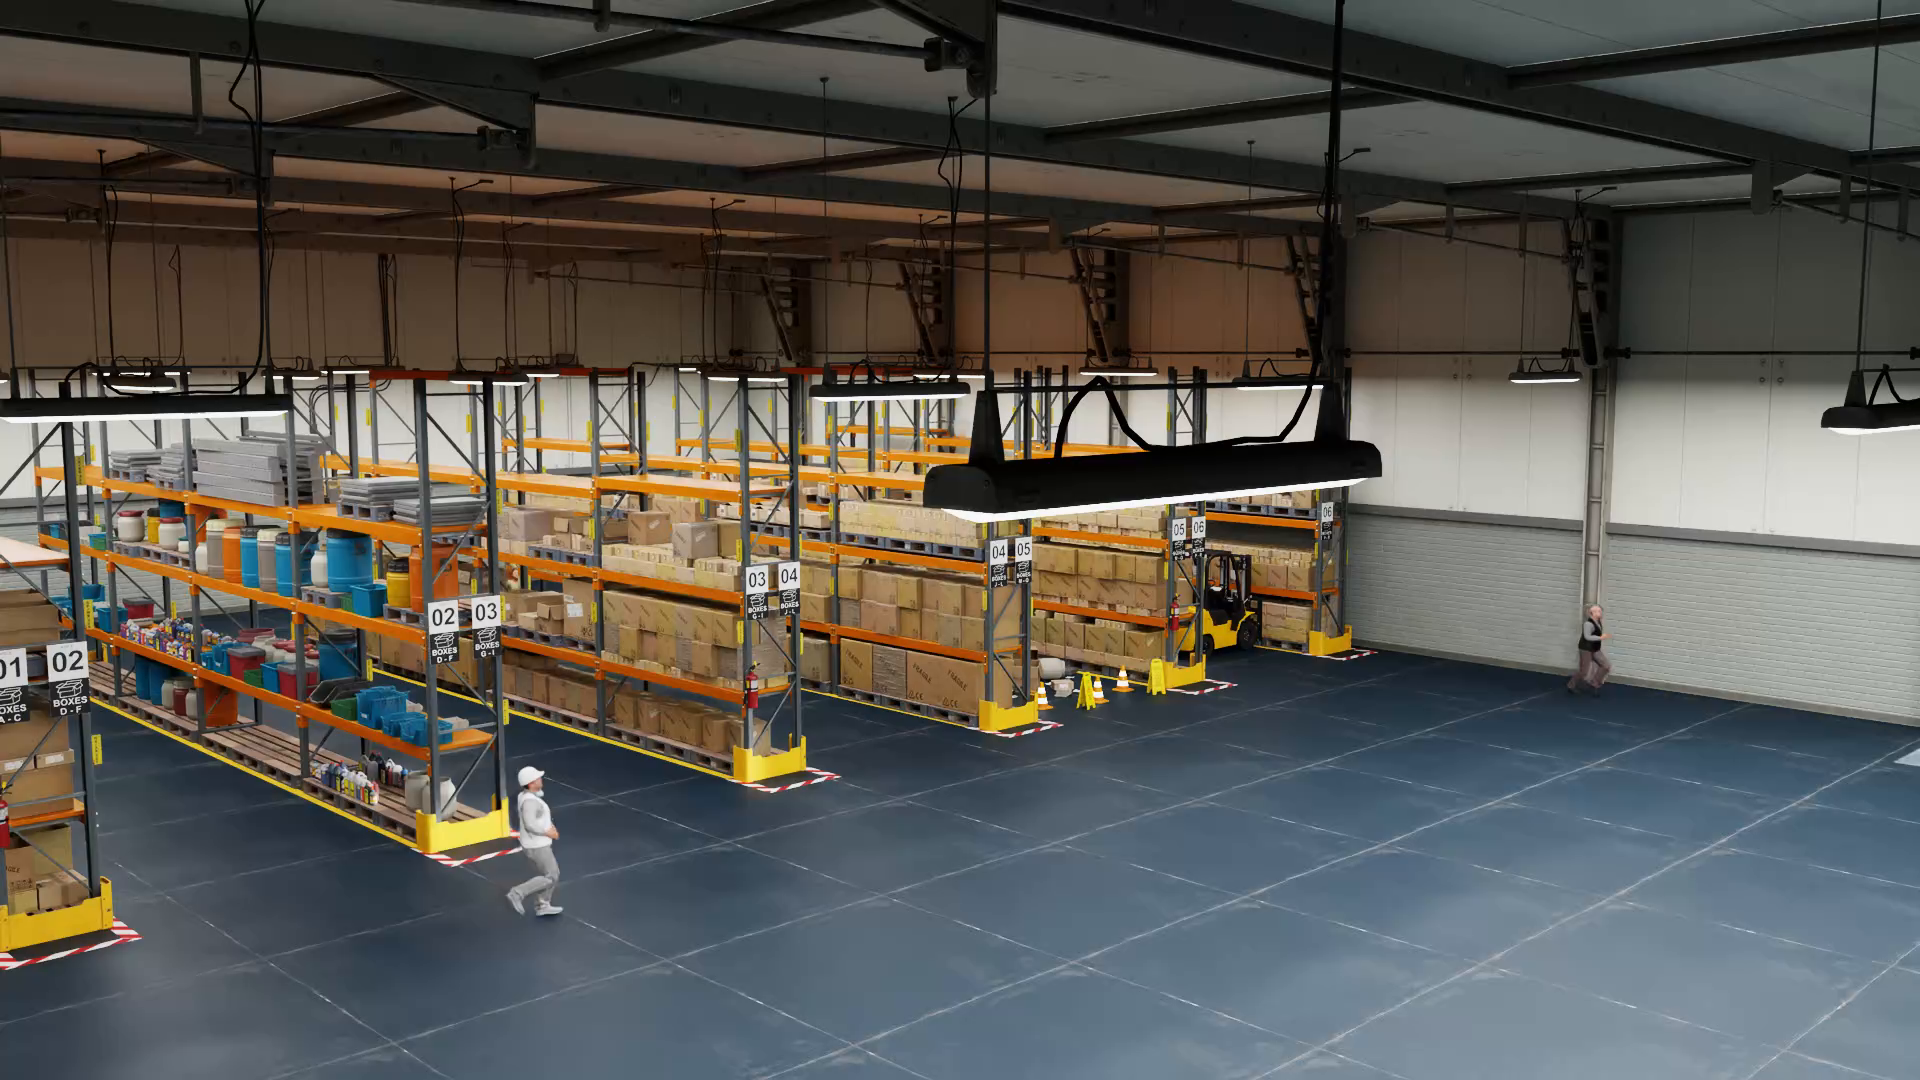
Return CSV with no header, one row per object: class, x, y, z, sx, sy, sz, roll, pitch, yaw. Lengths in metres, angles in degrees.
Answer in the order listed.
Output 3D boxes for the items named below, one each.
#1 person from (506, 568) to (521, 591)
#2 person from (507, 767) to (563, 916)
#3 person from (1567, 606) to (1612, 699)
person,-9.730,1.420,36.457,0.586,1.655,0.619,-4,8,-32
person,-4.783,3.379,18.609,0.625,1.723,0.660,-3,7,-21
person,11.546,2.045,30.469,0.816,1.724,0.681,6,9,44
